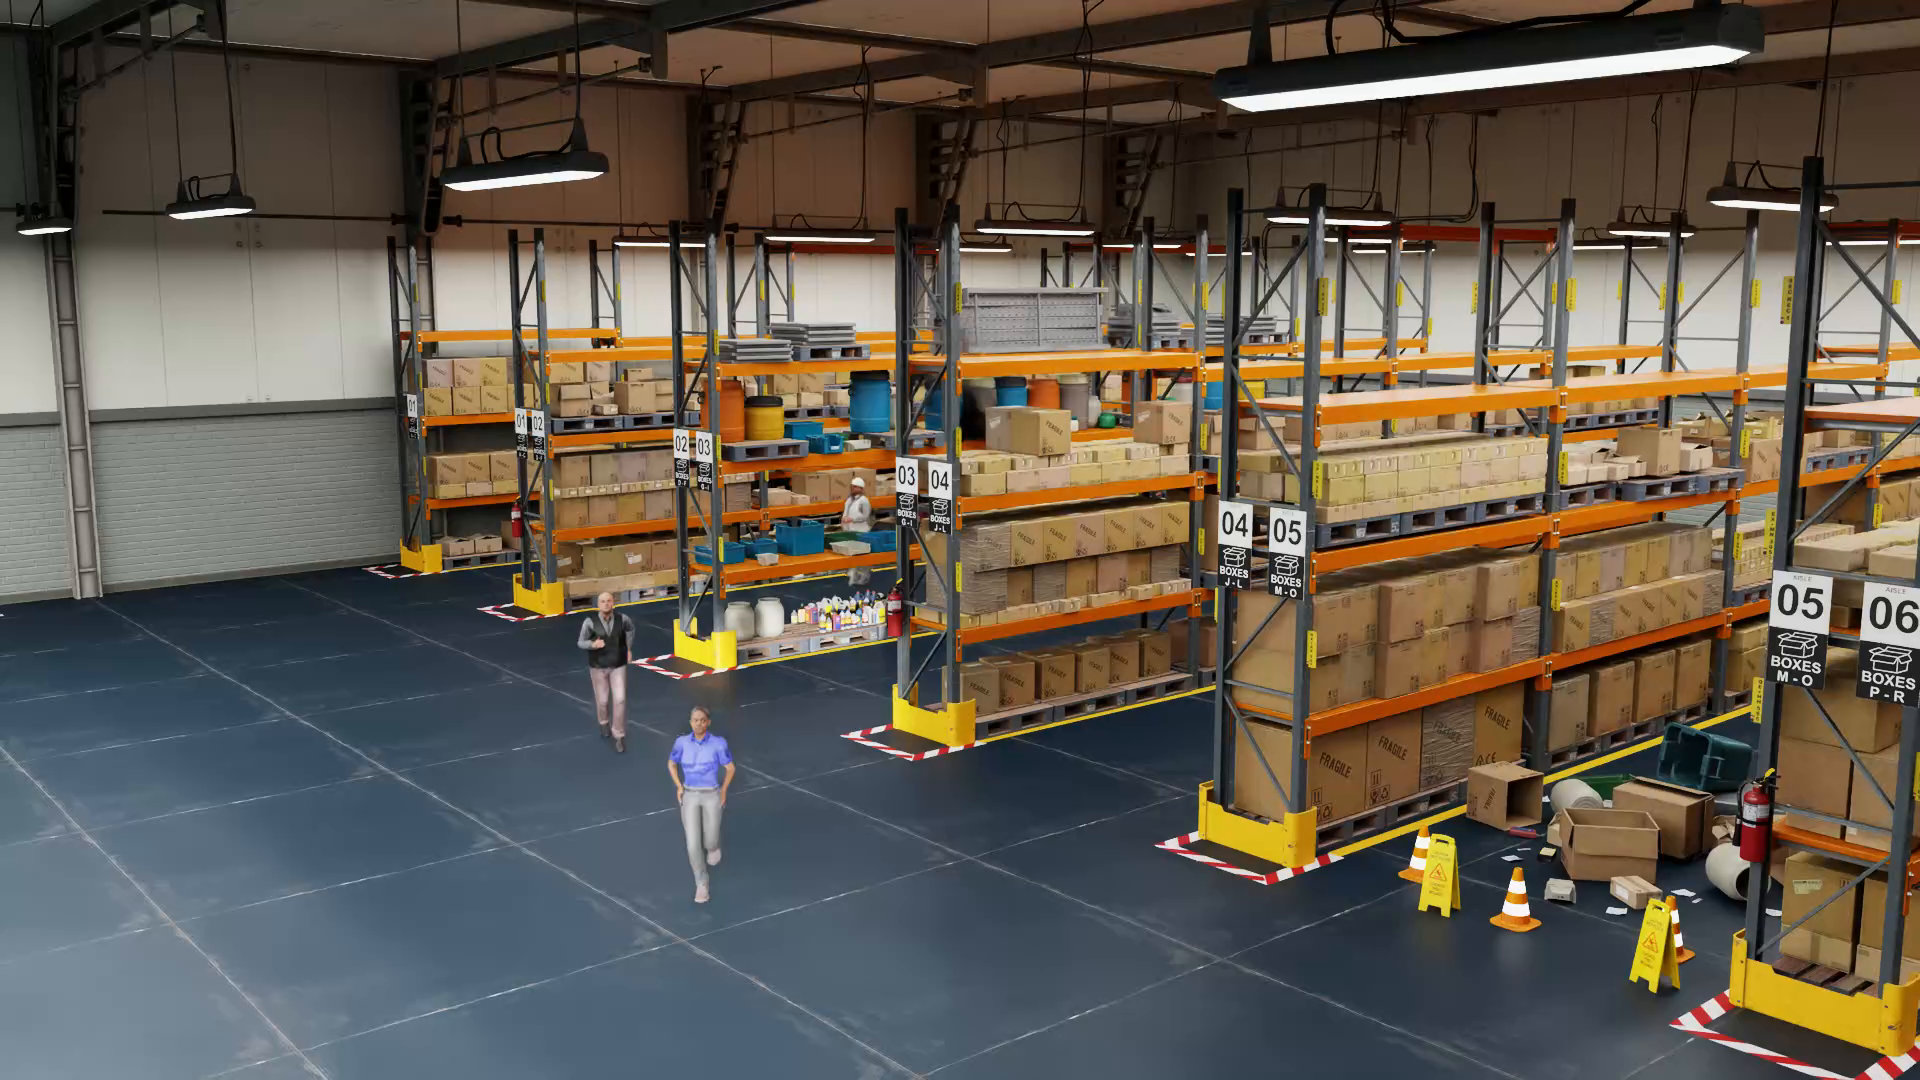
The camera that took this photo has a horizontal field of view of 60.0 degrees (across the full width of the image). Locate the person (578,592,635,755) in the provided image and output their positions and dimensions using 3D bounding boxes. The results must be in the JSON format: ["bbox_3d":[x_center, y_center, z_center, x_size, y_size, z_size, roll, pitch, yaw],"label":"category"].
[{"bbox_3d":[-3.939,1.454,18.616,0.647,1.760,0.837,-2,9,-14],"label":"person"}]

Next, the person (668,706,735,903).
[{"bbox_3d":[-2.220,2.262,14.206,0.557,1.541,0.623,-1,9,-3],"label":"person"}]

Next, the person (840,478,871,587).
[{"bbox_3d":[-1.725,-0.115,26.944,0.639,1.793,0.649,7,11,40],"label":"person"}]
